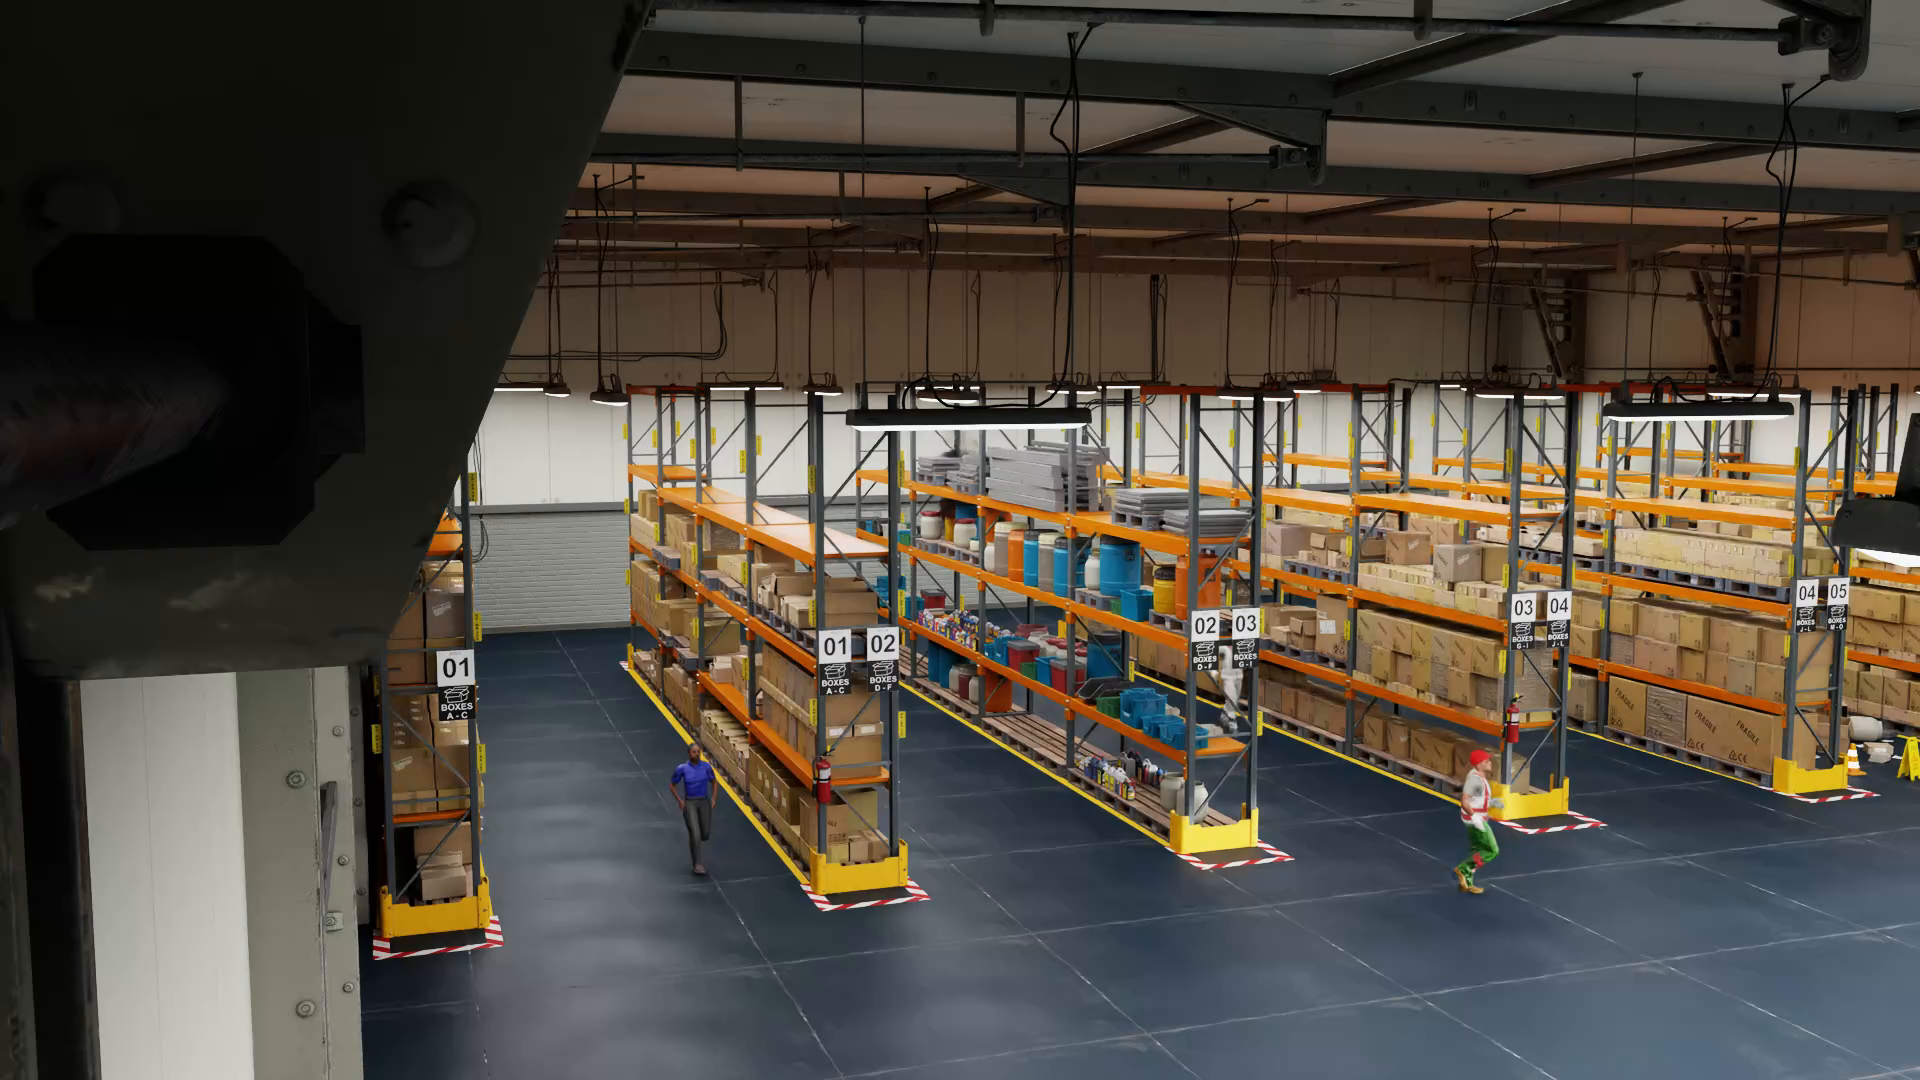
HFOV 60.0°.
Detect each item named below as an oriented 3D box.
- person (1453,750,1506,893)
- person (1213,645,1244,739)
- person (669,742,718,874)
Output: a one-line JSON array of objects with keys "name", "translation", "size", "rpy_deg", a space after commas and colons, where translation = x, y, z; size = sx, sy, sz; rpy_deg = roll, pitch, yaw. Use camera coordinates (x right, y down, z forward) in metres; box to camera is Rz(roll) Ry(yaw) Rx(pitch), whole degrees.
[{"name": "person", "translation": [6.277, 3.391, 20.071], "size": [0.607, 1.749, 0.637], "rpy_deg": [1, 6, 13]}, {"name": "person", "translation": [4.702, 2.455, 28.819], "size": [0.652, 1.838, 0.836], "rpy_deg": [-3, 7, -25]}, {"name": "person", "translation": [-3.364, 3.359, 21.039], "size": [0.613, 1.601, 0.706], "rpy_deg": [-3, 7, -26]}]
